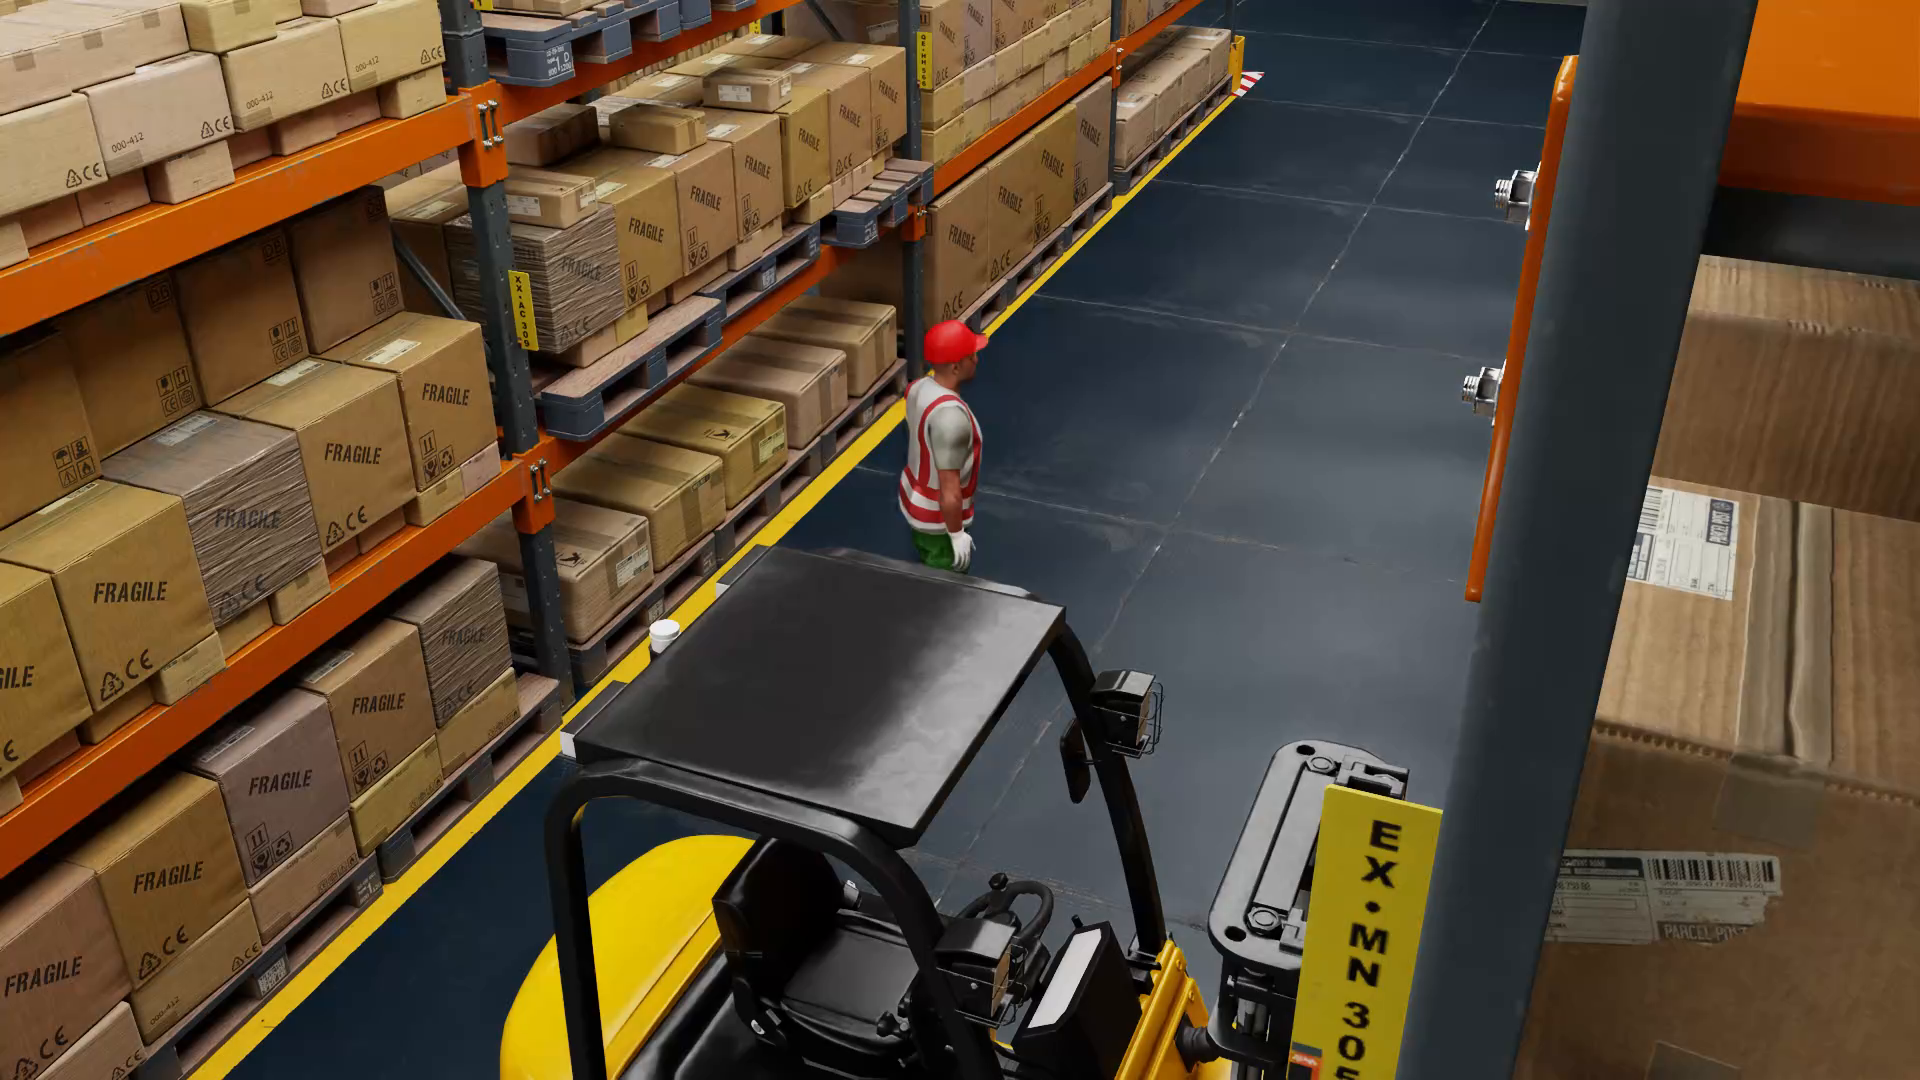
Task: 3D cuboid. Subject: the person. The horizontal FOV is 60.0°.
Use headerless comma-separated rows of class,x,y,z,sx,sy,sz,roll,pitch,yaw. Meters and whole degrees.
person,-0.182,-0.084,7.223,0.776,1.783,0.582,-6,30,-11
